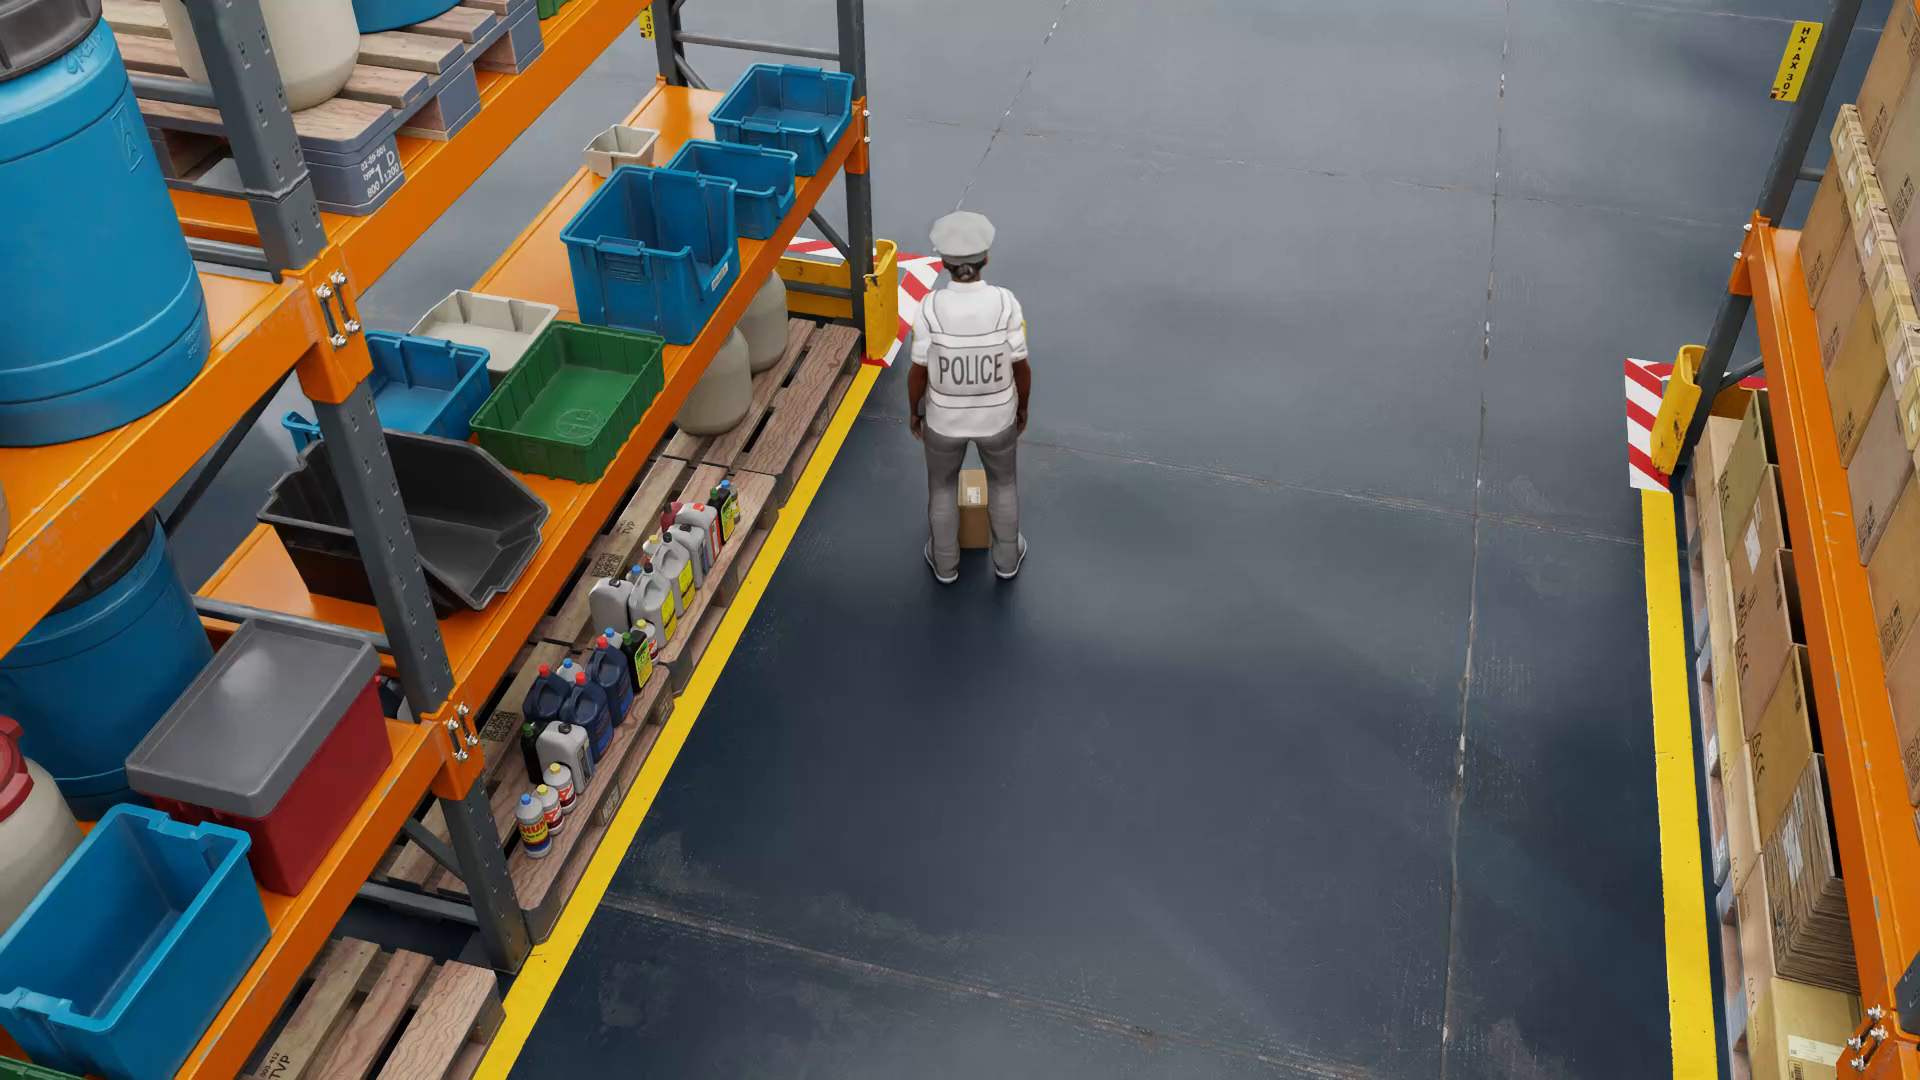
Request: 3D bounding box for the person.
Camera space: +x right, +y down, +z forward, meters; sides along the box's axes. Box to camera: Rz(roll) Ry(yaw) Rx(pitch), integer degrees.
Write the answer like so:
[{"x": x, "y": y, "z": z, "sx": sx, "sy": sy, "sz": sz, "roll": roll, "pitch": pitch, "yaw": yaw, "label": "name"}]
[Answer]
[{"x": 0.045, "y": -0.515, "z": 6.746, "sx": 0.510, "sy": 1.659, "sz": 0.395, "roll": -2, "pitch": 41, "yaw": -3, "label": "person"}]
